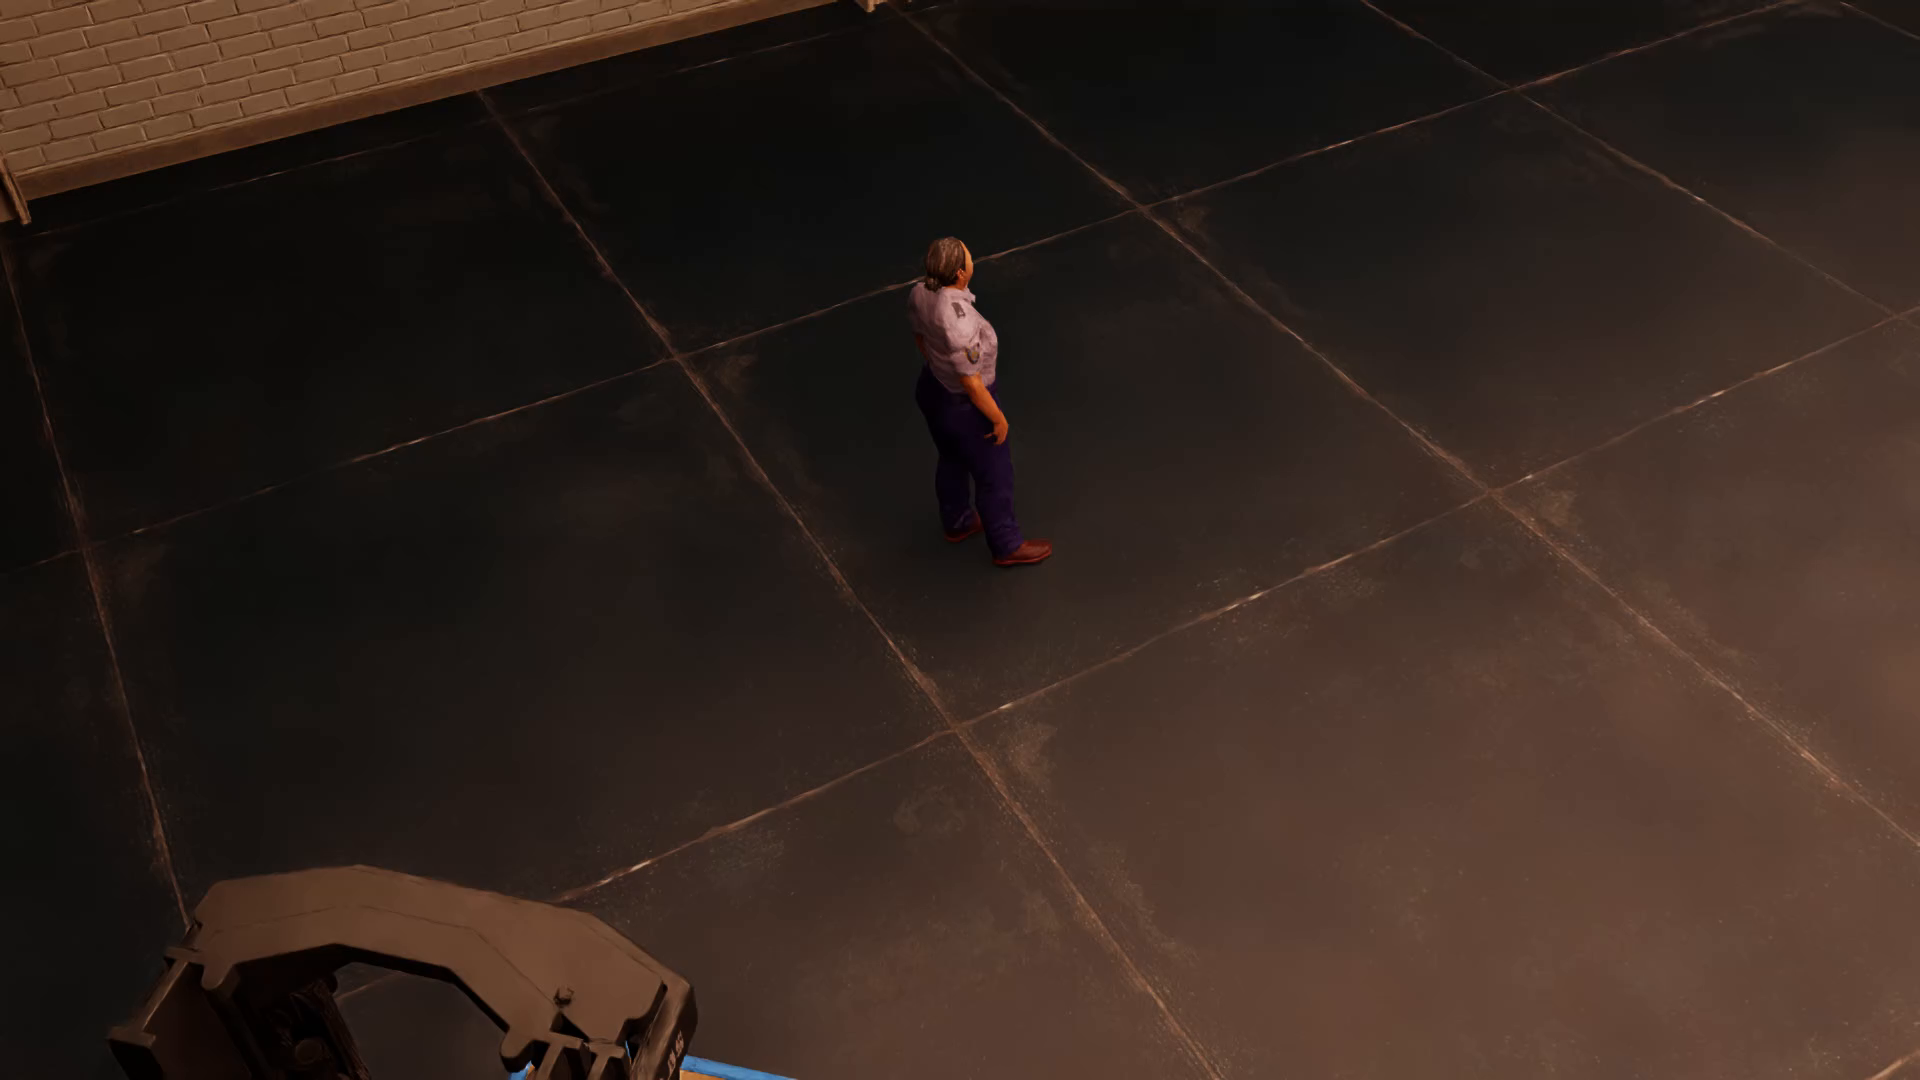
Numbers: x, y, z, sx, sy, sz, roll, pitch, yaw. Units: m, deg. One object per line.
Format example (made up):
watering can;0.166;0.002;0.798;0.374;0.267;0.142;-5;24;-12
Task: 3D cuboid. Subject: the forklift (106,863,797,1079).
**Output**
forklift;-1.088;2.154;3.375;1.130;2.935;3.031;9;44;10

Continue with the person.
person;0.089;-0.623;7.310;0.502;1.640;0.599;-21;47;-21
